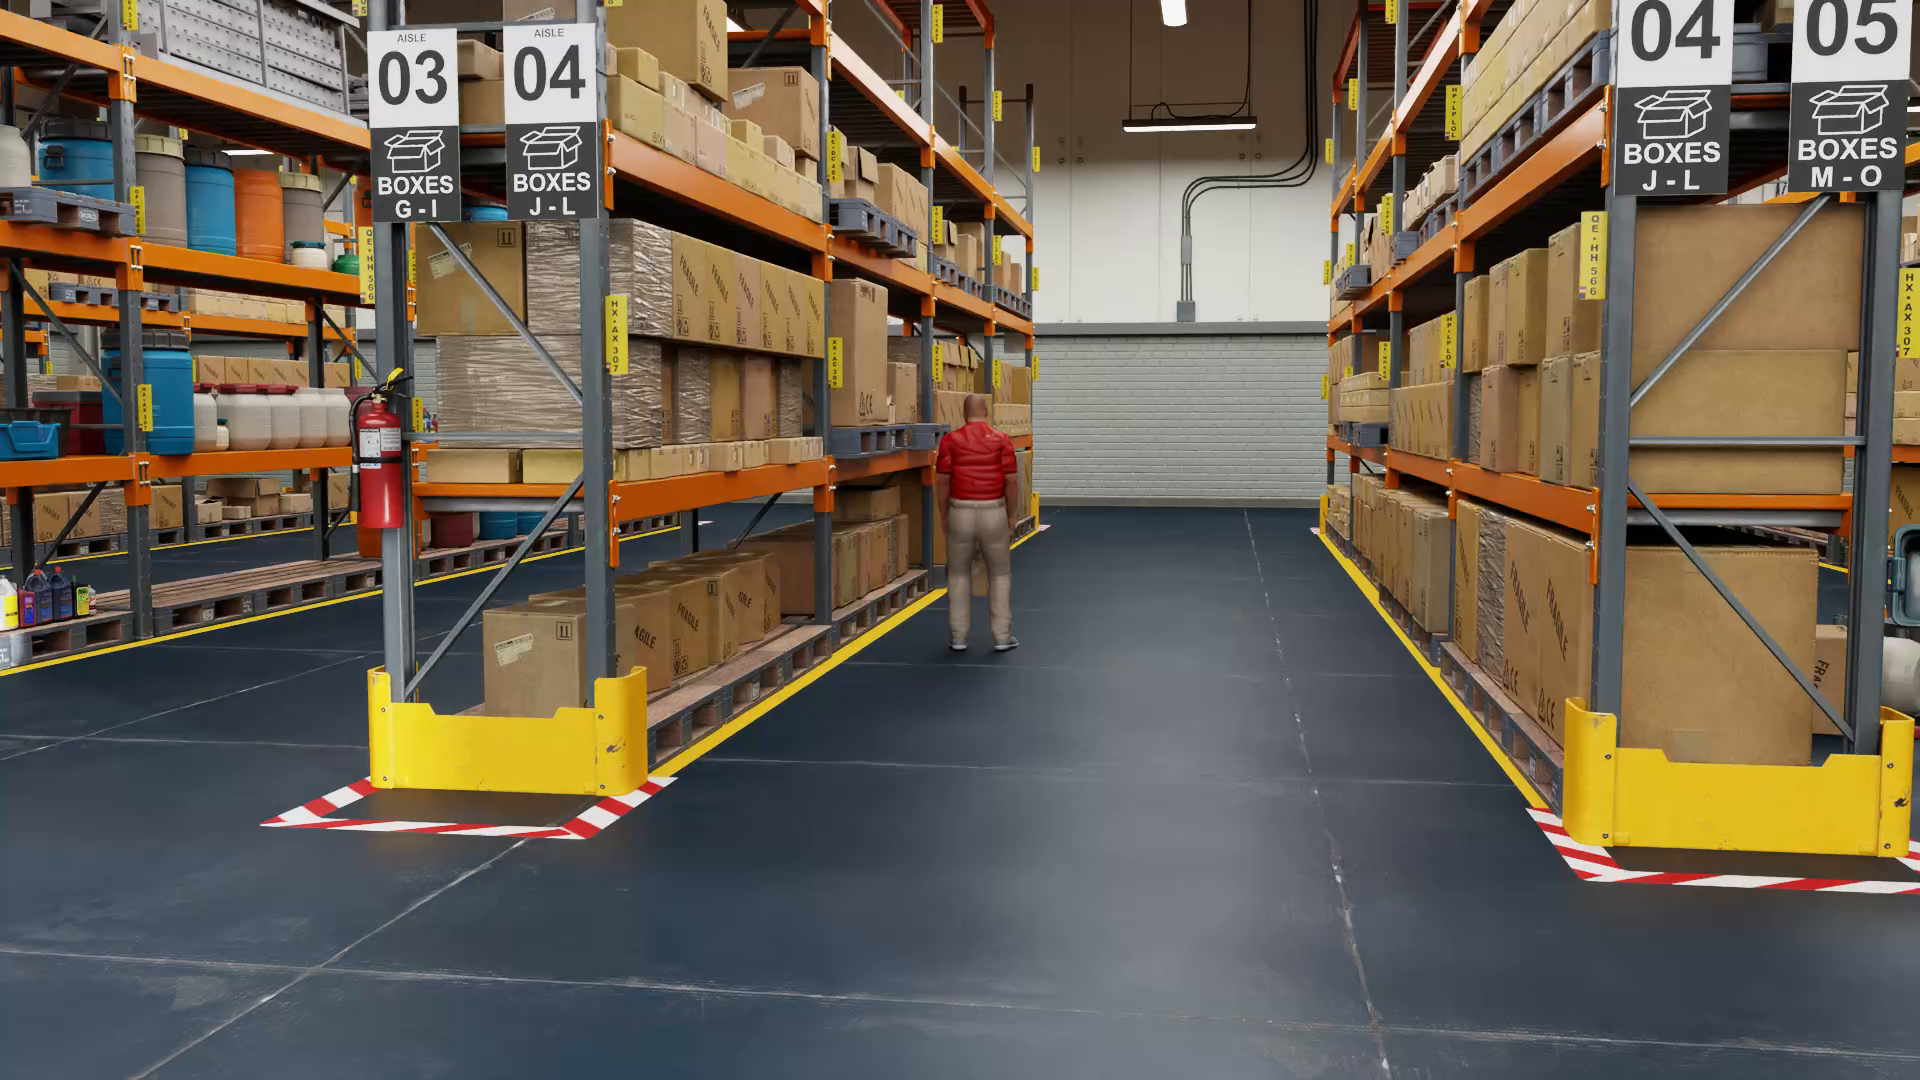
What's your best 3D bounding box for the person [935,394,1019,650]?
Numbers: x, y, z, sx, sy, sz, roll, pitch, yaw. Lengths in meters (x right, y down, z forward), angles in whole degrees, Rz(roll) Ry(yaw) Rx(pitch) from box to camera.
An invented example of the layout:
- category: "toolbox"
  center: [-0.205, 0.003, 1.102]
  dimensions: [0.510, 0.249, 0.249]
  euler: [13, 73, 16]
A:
- category: "person"
  center: [0.118, -0.122, 11.278]
  dimensions: [0.563, 1.730, 0.391]
  euler: [0, 4, 4]
